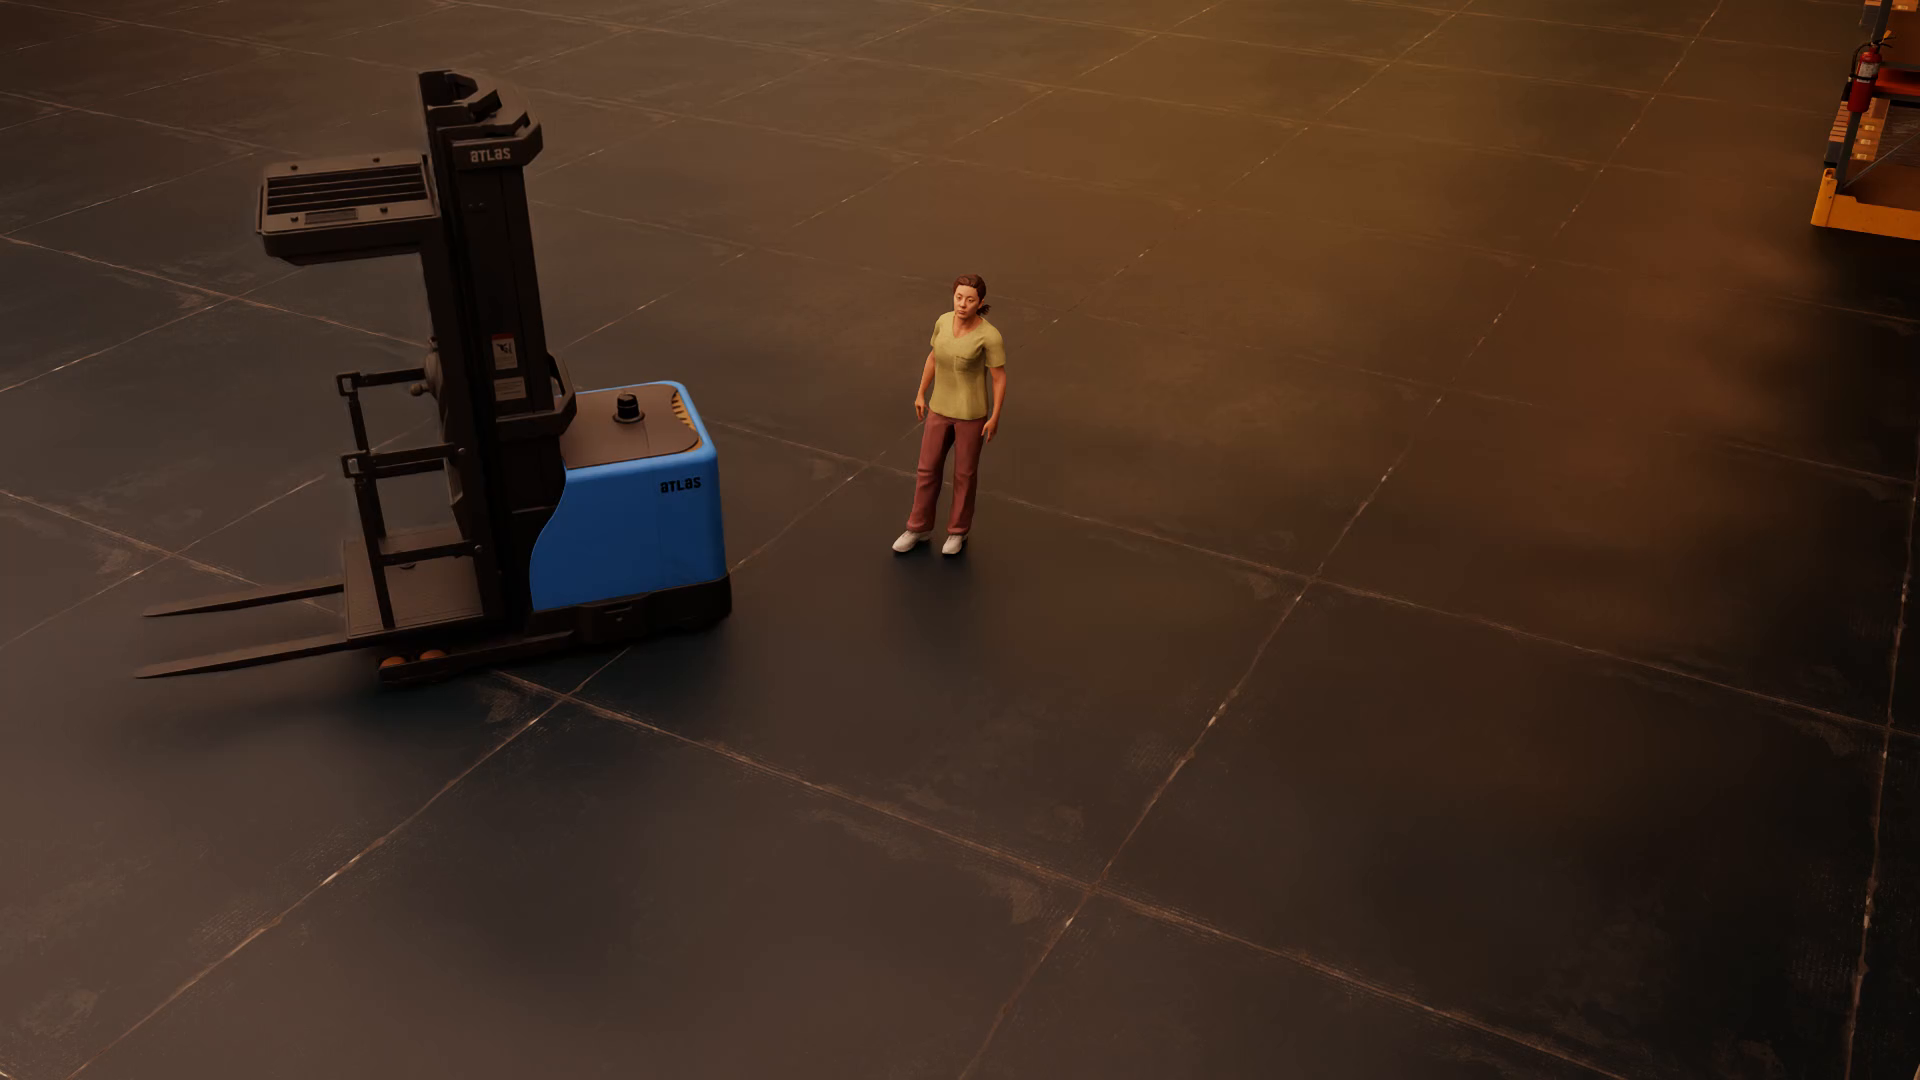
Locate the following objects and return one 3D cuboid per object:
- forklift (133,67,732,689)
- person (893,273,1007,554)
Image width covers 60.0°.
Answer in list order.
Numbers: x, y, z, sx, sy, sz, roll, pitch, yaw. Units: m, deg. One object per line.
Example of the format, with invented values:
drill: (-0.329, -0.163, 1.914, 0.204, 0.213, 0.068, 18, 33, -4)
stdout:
forklift: (-2.834, -0.790, 8.440, 3.031, 2.935, 1.130, -10, 31, -17)
person: (-0.046, -0.702, 9.529, 0.554, 1.673, 0.548, 15, 33, 25)
